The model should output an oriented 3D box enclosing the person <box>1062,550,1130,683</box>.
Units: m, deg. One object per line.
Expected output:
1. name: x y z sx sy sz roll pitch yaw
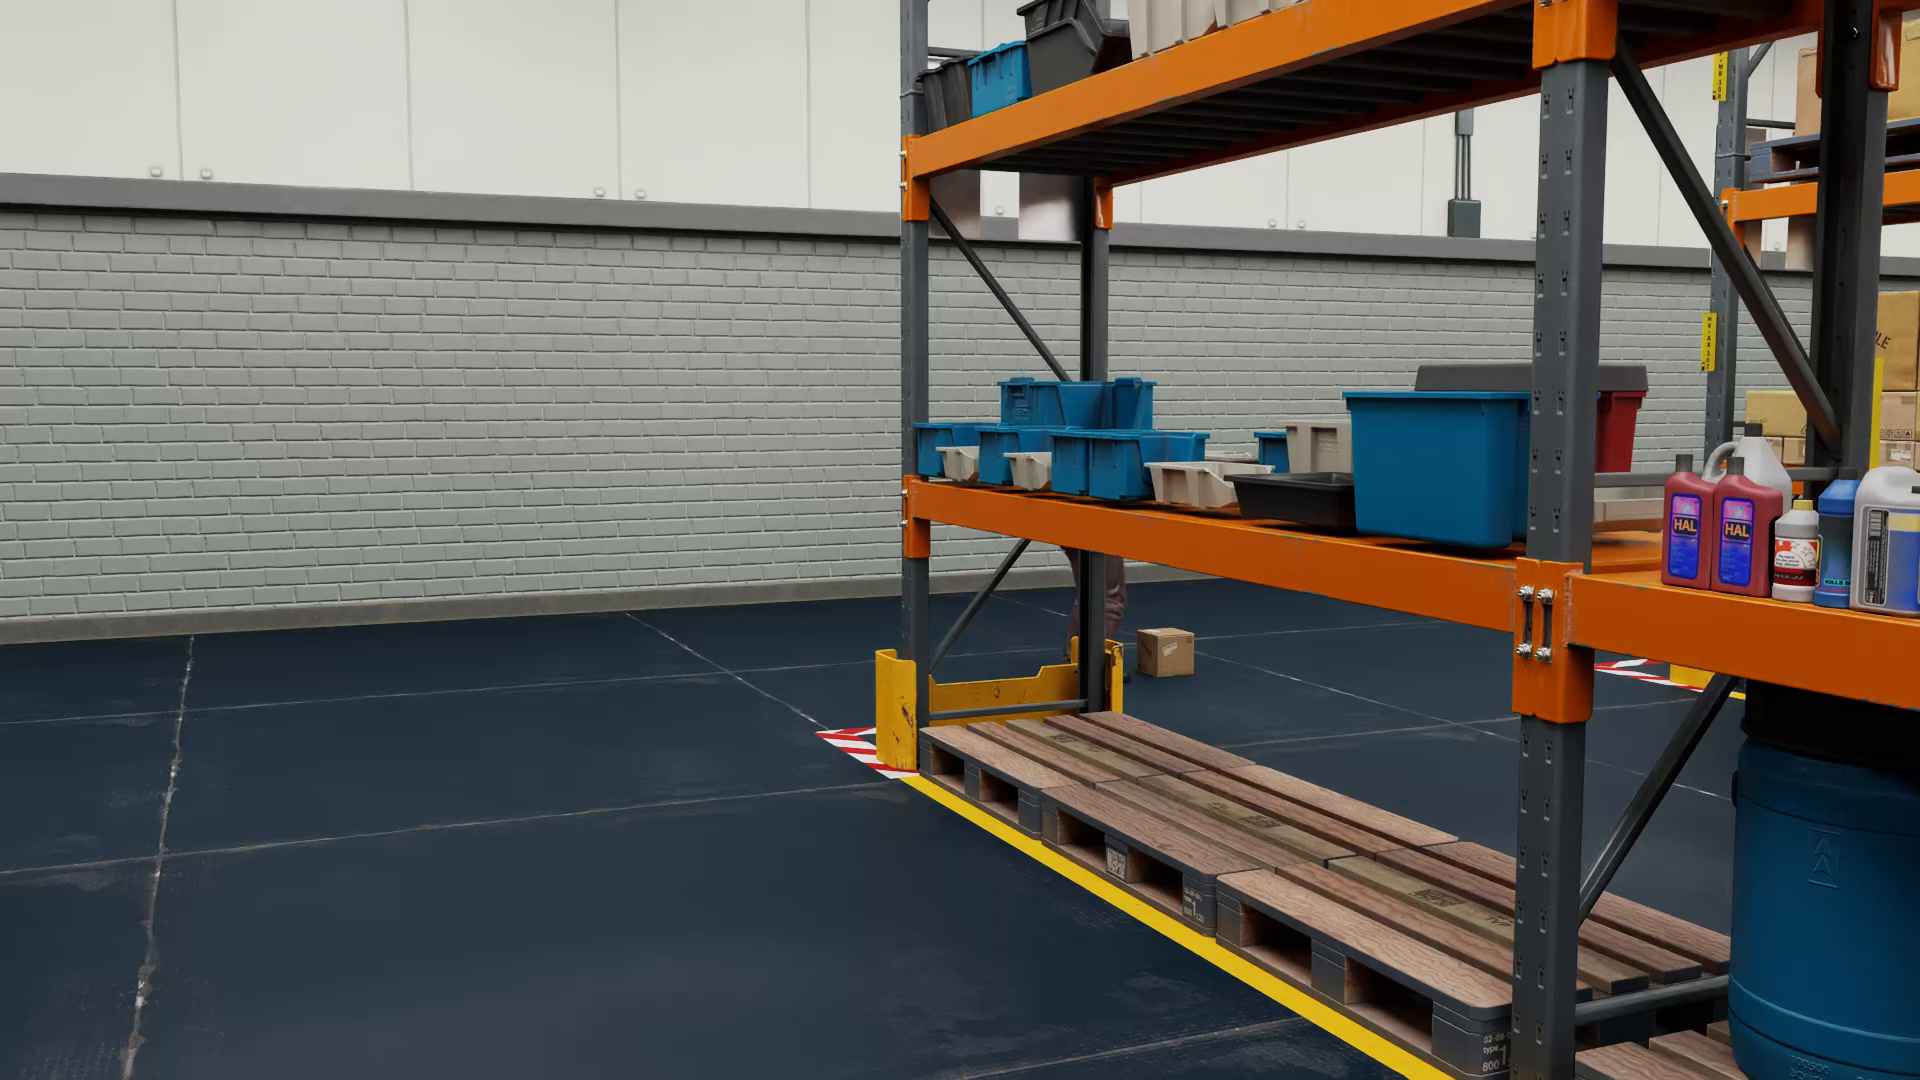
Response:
1. person: 0.772 -0.021 9.789 0.385 1.697 0.546 -2 6 -22
